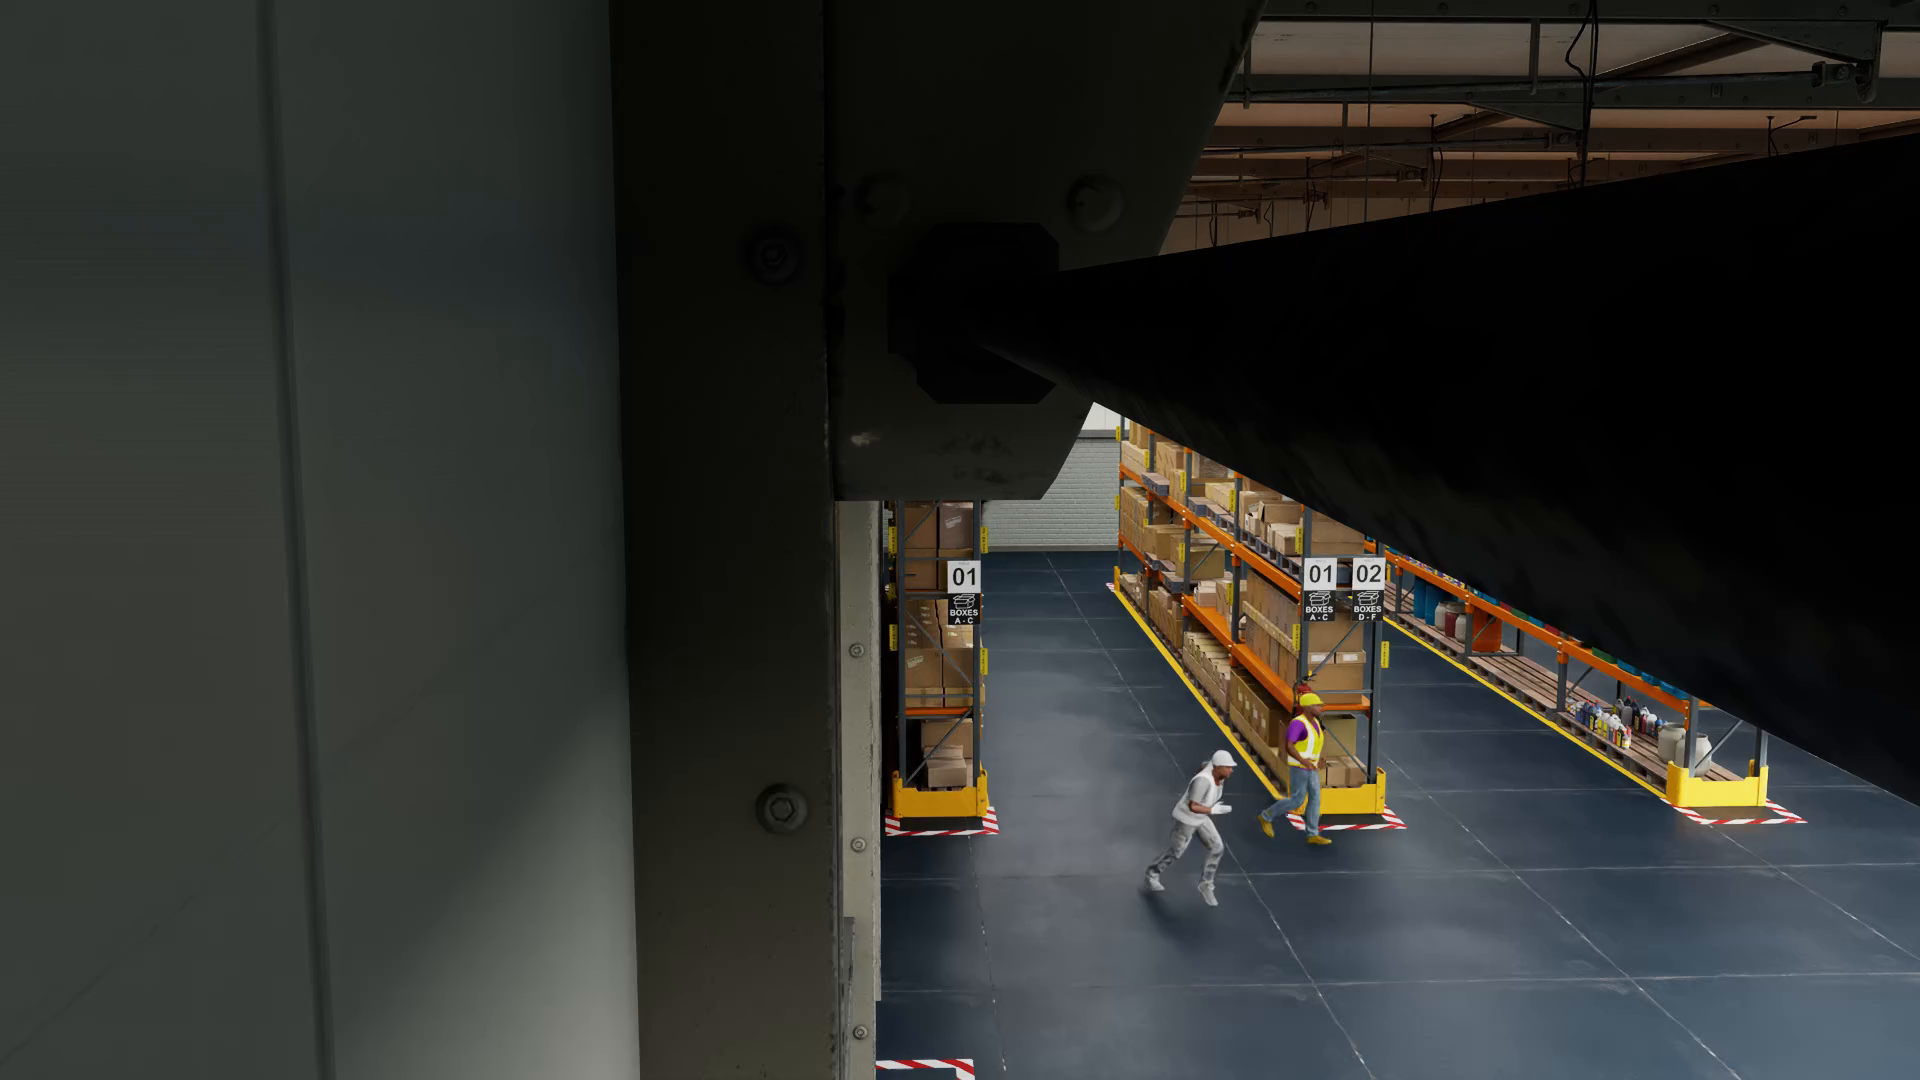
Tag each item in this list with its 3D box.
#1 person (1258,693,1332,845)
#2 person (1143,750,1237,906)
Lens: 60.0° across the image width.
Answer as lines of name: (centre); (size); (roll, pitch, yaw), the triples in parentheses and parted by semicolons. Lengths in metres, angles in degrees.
person: (4.043, 2.662, 19.573); (0.879, 1.744, 0.735); (6, 10, 34)
person: (2.436, 3.015, 17.598); (1.020, 1.720, 0.729); (5, 10, 31)
